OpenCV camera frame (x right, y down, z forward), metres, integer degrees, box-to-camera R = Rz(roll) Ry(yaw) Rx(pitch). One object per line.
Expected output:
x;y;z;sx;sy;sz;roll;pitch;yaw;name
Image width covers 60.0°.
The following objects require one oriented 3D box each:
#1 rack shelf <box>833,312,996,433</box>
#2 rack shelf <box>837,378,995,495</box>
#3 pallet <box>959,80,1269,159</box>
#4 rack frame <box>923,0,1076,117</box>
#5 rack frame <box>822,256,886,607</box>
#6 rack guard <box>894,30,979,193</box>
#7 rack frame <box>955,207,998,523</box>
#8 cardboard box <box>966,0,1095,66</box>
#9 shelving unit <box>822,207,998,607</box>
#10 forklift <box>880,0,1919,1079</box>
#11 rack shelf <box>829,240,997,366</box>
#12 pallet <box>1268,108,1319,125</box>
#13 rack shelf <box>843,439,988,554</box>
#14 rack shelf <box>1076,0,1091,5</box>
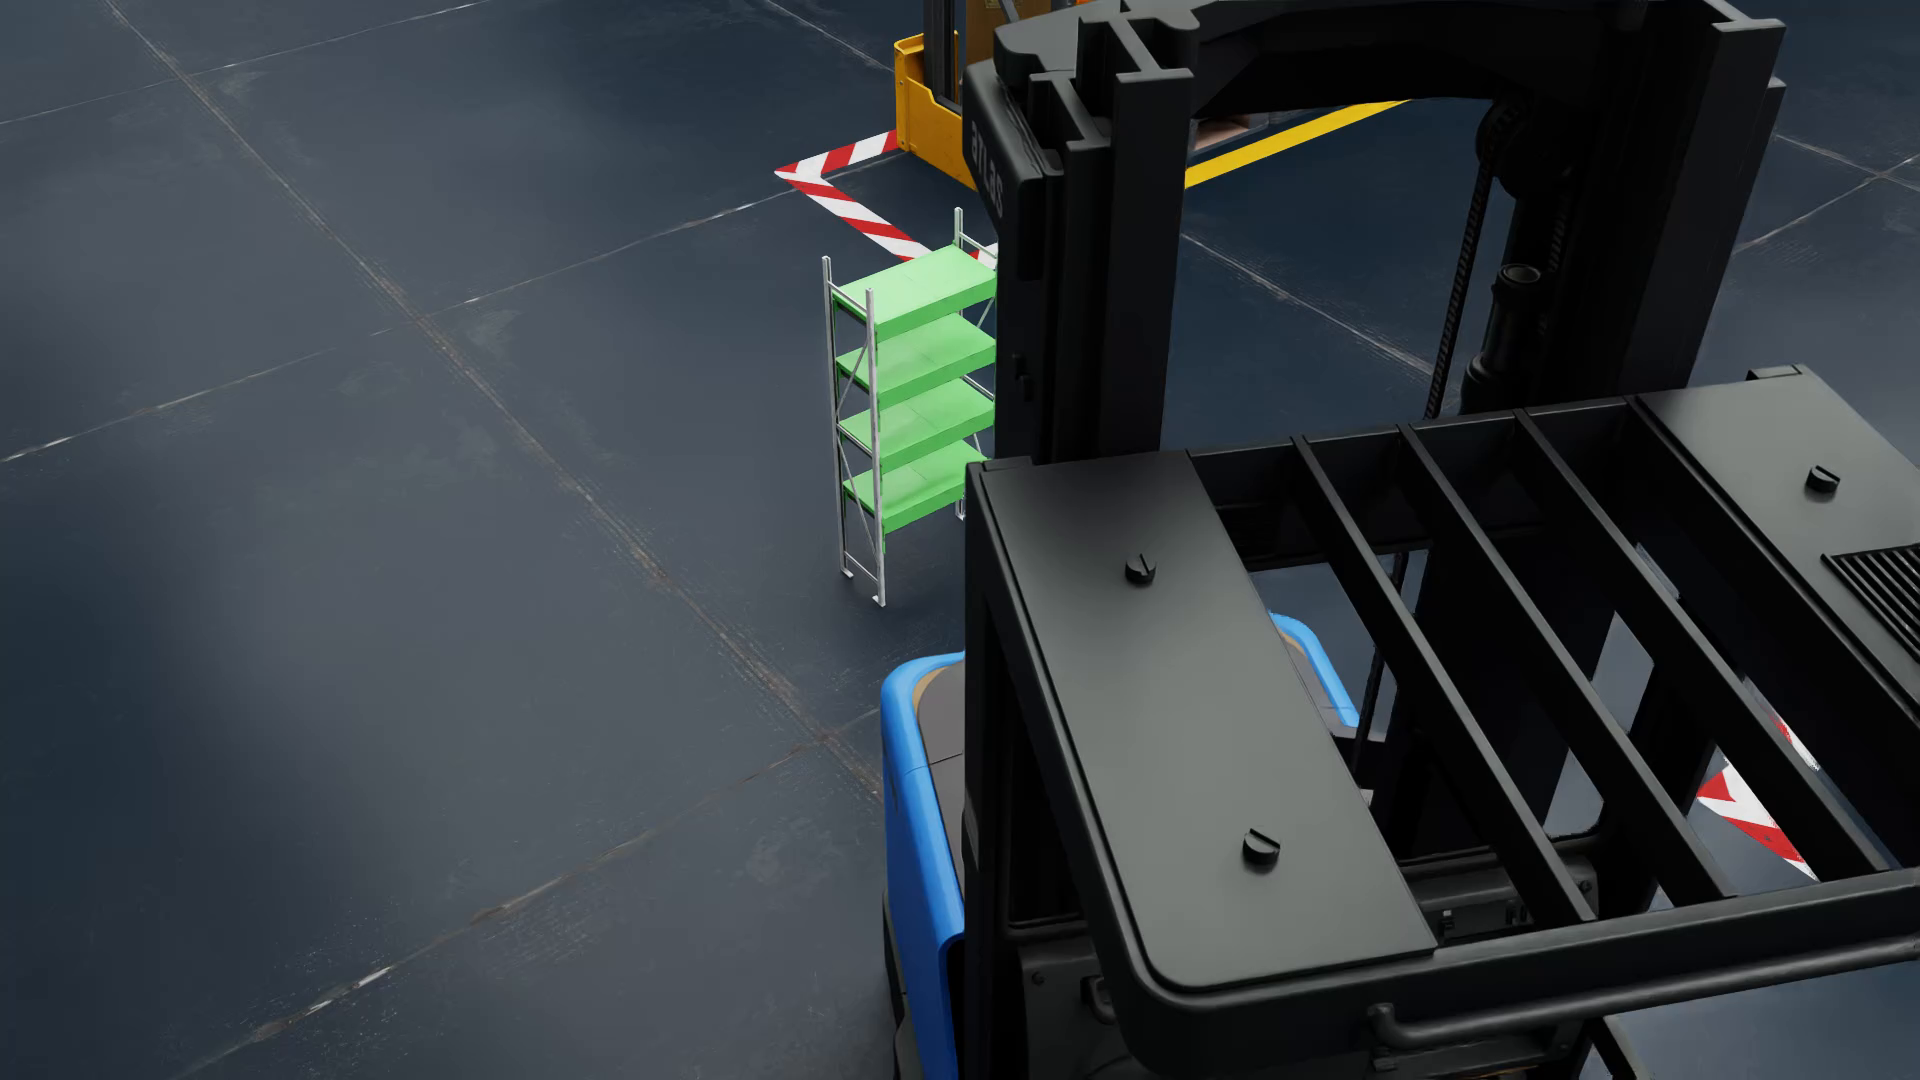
-0.131;-0.536;5.180;0.480;0.148;0.258;-26;46;-28;rack shelf
-0.131;-0.351;5.332;0.480;0.148;0.258;-26;46;-28;rack shelf
0.764;-2.151;8.206;1.213;0.211;1.003;-26;46;-28;pallet
0.177;-2.881;6.897;0.127;3.000;1.000;-26;46;-28;rack frame
-0.325;-0.306;5.177;0.015;1.200;0.240;-26;46;-28;rack frame
0.158;-1.905;7.679;0.348;0.500;1.175;-26;46;-28;rack guard
0.062;-0.494;5.406;0.015;1.200;0.240;-26;46;-28;rack frame
0.636;-2.510;7.788;0.875;0.875;0.875;-26;46;-28;cardboard box
-0.131;-0.400;5.291;0.503;1.200;0.258;-26;46;-28;shelving unit
0.597;0.827;2.431;1.130;2.935;3.031;-7;40;-9;forklift
-0.131;-0.722;5.028;0.480;0.148;0.258;-26;46;-28;rack shelf
1.730;-2.620;8.778;1.213;0.211;1.003;-26;46;-28;pallet
-0.131;-0.165;5.484;0.480;0.148;0.258;-26;46;-28;rack shelf
1.763;-3.376;8.068;4.000;0.370;1.077;-26;46;-28;rack shelf
